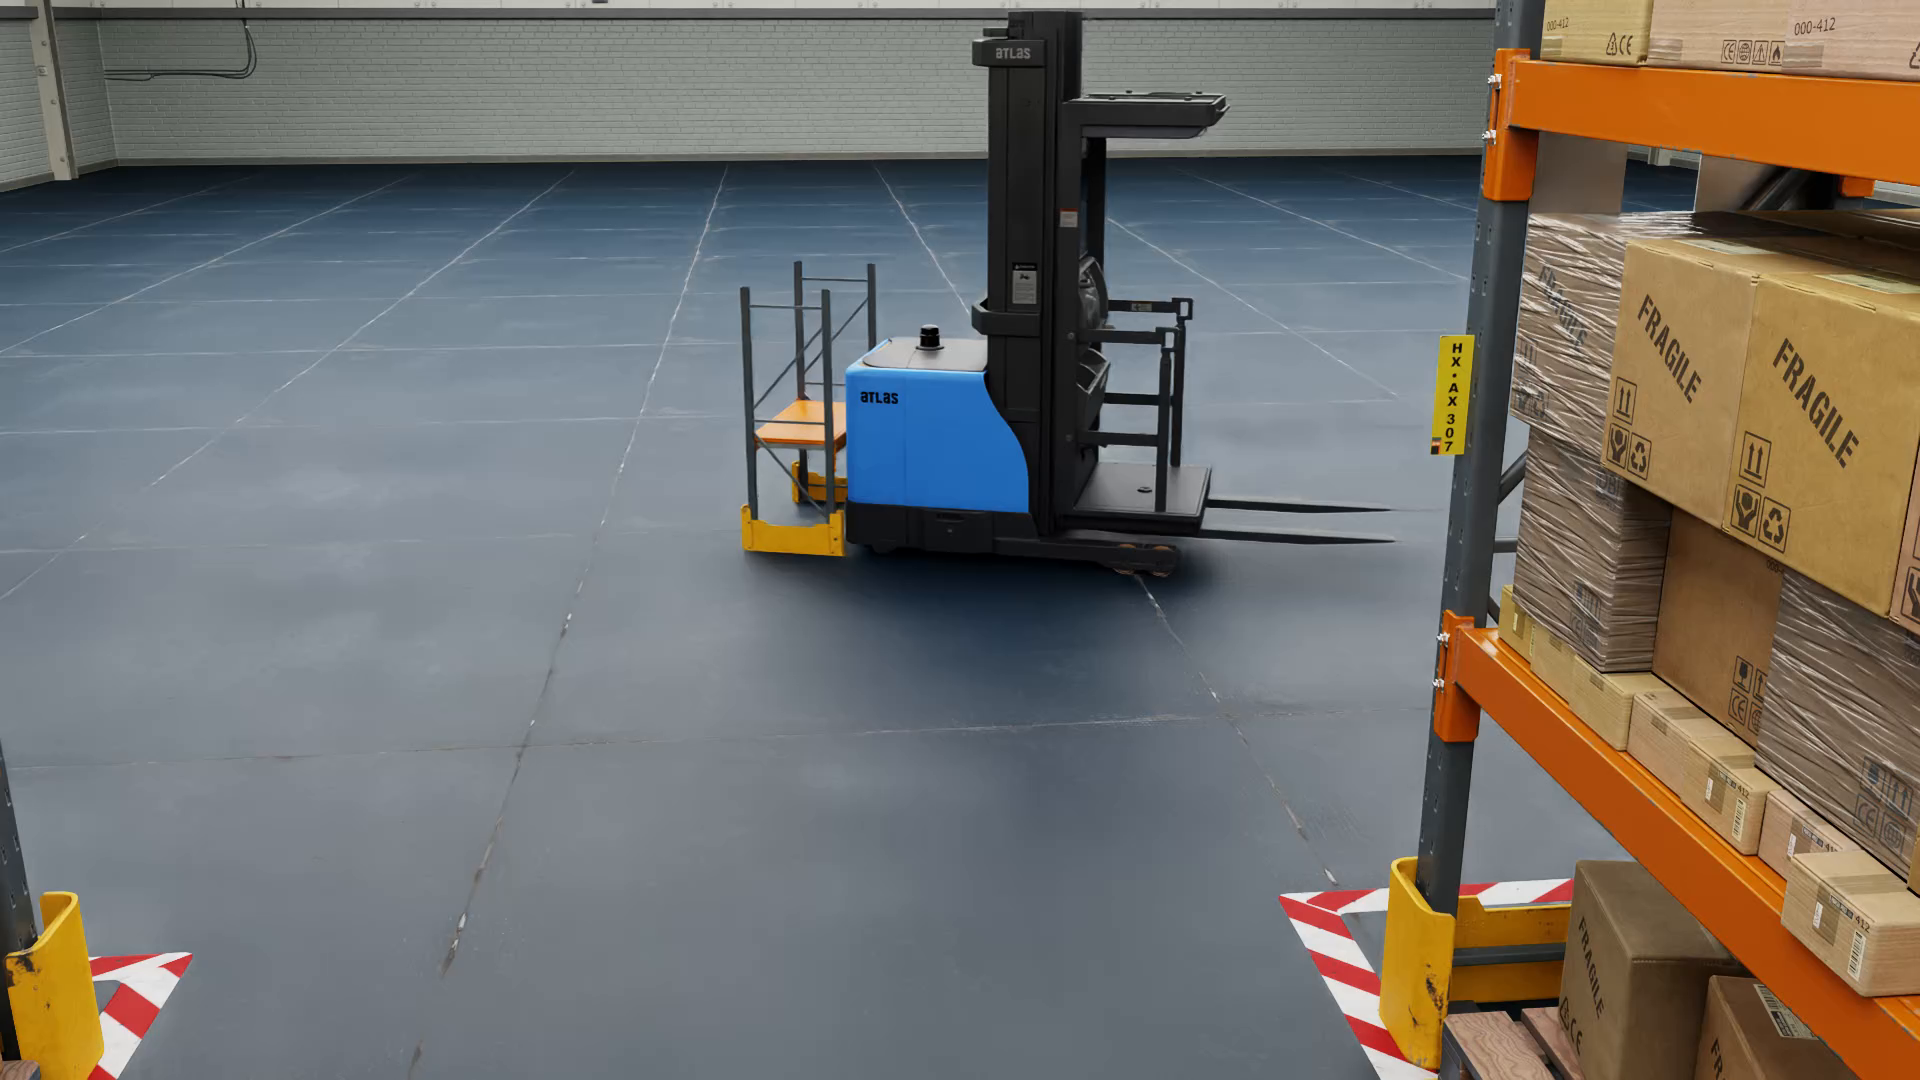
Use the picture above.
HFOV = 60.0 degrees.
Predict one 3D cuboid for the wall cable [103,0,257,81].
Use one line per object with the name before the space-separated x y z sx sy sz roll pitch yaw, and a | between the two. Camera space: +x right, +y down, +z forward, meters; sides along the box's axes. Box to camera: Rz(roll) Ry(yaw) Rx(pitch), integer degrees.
wall cable | -15.839 -10.532 33.386 3.097 2.526 0.112 -2 18 -6

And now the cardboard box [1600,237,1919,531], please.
cardboard box | 1.693 -0.336 3.407 0.500 0.500 0.500 -2 18 -6

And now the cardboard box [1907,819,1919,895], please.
cardboard box | 2.111 0.429 2.639 0.875 0.500 0.500 -2 18 -6

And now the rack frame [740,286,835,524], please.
rack frame | -0.950 -0.651 9.248 0.500 1.500 0.032 3 18 11

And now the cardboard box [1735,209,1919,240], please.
cardboard box | 2.165 -0.501 3.933 0.500 0.500 0.500 -2 18 -6

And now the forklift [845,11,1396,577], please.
forklift | 0.921 -1.371 9.152 3.031 2.935 1.130 4 18 11

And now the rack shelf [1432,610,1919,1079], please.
rack shelf | 2.069 0.948 2.850 1.077 0.370 4.000 -2 18 -6

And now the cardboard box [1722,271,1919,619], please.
cardboard box | 1.746 -0.187 2.933 0.500 0.500 0.500 -2 18 -6

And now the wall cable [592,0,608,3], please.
wall cable | -6.395 -13.925 33.331 2.305 6.003 0.169 -2 18 -6

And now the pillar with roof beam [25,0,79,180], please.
pillar with roof beam | -12.568 -11.228 30.419 9.100 9.000 0.400 -2 18 -6

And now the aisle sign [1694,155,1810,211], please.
aisle sign | 2.154 -1.259 4.339 0.394 0.787 0.004 -2 18 -6

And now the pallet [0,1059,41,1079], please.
pallet | -2.921 1.698 3.915 1.003 0.211 1.213 -2 18 -6

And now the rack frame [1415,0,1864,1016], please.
rack frame | 1.862 0.009 4.640 1.000 3.000 0.127 -2 18 -6

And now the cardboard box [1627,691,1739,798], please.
cardboard box | 1.719 0.445 3.671 0.380 0.149 0.250 -2 18 -6

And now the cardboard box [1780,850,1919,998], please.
cardboard box | 1.713 0.671 2.951 0.380 0.149 0.250 -2 18 -6

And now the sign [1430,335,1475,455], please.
sign | 1.323 -0.387 4.457 0.100 0.325 0.005 -2 18 -6

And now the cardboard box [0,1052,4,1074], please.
cardboard box | -2.946 1.146 3.866 0.875 0.875 0.875 -2 18 -5

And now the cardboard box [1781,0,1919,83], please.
cardboard box | 1.761 -0.898 2.772 0.500 0.250 0.500 -2 18 -6

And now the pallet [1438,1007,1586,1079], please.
pallet | 1.919 1.605 4.211 1.003 0.211 1.213 -2 18 -6

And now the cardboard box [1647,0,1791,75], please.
cardboard box | 1.714 -1.045 3.242 0.500 0.250 0.500 -2 18 -7

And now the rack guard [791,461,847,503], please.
rack guard | -0.758 -0.348 10.369 0.587 0.250 0.087 3 18 11

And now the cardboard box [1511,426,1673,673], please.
cardboard box | 1.892 -0.016 4.056 0.875 0.500 0.500 -2 18 -6

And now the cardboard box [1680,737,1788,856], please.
cardboard box | 1.737 0.520 3.433 0.380 0.149 0.250 -2 18 -6

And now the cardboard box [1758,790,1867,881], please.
cardboard box | 1.790 0.593 3.198 0.380 0.149 0.250 -2 18 -6

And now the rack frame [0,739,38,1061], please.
rack frame | -3.082 0.132 4.248 1.000 3.000 0.127 -2 18 -6

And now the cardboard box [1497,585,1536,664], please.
cardboard box | 1.655 0.221 4.384 0.380 0.149 0.250 -2 18 -6

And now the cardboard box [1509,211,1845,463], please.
cardboard box | 1.648 -0.485 3.882 0.500 0.500 0.500 -2 18 -6

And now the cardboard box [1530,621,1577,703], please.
cardboard box | 1.661 0.296 4.145 0.380 0.149 0.250 -2 18 -6

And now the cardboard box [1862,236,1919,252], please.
cardboard box | 2.222 -0.353 3.459 0.500 0.500 0.500 -2 18 -6

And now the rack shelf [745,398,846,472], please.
rack shelf | -0.852 -0.629 9.778 0.538 0.185 1.000 3 18 11

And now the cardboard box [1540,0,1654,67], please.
cardboard box | 1.655 -1.199 3.731 0.500 0.250 0.500 -1 17 -4

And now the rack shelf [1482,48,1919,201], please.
rack shelf | 2.069 -0.483 2.401 1.077 0.370 4.000 -2 18 -6

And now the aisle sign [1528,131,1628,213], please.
aisle sign | 1.558 -1.240 4.280 0.394 0.787 0.004 -2 18 -6

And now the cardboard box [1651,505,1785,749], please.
cardboard box | 2.063 0.129 3.593 0.875 0.500 0.500 -2 18 -6

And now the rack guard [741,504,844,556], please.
rack guard | -0.950 -0.056 9.437 0.587 0.250 0.087 3 18 11

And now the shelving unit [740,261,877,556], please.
shelving unit | -0.854 -0.798 9.716 0.587 1.500 1.083 3 18 11

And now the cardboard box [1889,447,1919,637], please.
cardboard box | 1.803 -0.038 2.459 0.500 0.500 0.500 -2 18 -6

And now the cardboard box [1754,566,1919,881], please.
cardboard box | 2.071 0.280 3.115 0.875 0.500 0.500 -2 18 -6

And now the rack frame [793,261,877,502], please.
rack frame | -0.755 -0.950 10.200 0.500 1.500 0.032 3 18 11

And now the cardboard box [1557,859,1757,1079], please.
cardboard box | 1.910 1.188 4.358 0.500 0.500 0.500 1 17 5

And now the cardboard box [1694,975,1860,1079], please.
cardboard box | 2.006 1.365 3.794 0.500 0.500 0.500 3 18 9

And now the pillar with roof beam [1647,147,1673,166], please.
pillar with roof beam | 10.200 -11.935 32.671 9.100 9.000 0.400 -2 18 -6

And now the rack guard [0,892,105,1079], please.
rack guard | -3.084 1.318 4.645 1.175 0.500 0.348 -2 18 -6

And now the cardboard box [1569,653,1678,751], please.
cardboard box | 1.672 0.371 3.906 0.380 0.149 0.250 -2 18 -6

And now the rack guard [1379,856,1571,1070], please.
rack guard | 1.870 1.224 4.943 1.175 0.500 0.348 -2 18 -6
